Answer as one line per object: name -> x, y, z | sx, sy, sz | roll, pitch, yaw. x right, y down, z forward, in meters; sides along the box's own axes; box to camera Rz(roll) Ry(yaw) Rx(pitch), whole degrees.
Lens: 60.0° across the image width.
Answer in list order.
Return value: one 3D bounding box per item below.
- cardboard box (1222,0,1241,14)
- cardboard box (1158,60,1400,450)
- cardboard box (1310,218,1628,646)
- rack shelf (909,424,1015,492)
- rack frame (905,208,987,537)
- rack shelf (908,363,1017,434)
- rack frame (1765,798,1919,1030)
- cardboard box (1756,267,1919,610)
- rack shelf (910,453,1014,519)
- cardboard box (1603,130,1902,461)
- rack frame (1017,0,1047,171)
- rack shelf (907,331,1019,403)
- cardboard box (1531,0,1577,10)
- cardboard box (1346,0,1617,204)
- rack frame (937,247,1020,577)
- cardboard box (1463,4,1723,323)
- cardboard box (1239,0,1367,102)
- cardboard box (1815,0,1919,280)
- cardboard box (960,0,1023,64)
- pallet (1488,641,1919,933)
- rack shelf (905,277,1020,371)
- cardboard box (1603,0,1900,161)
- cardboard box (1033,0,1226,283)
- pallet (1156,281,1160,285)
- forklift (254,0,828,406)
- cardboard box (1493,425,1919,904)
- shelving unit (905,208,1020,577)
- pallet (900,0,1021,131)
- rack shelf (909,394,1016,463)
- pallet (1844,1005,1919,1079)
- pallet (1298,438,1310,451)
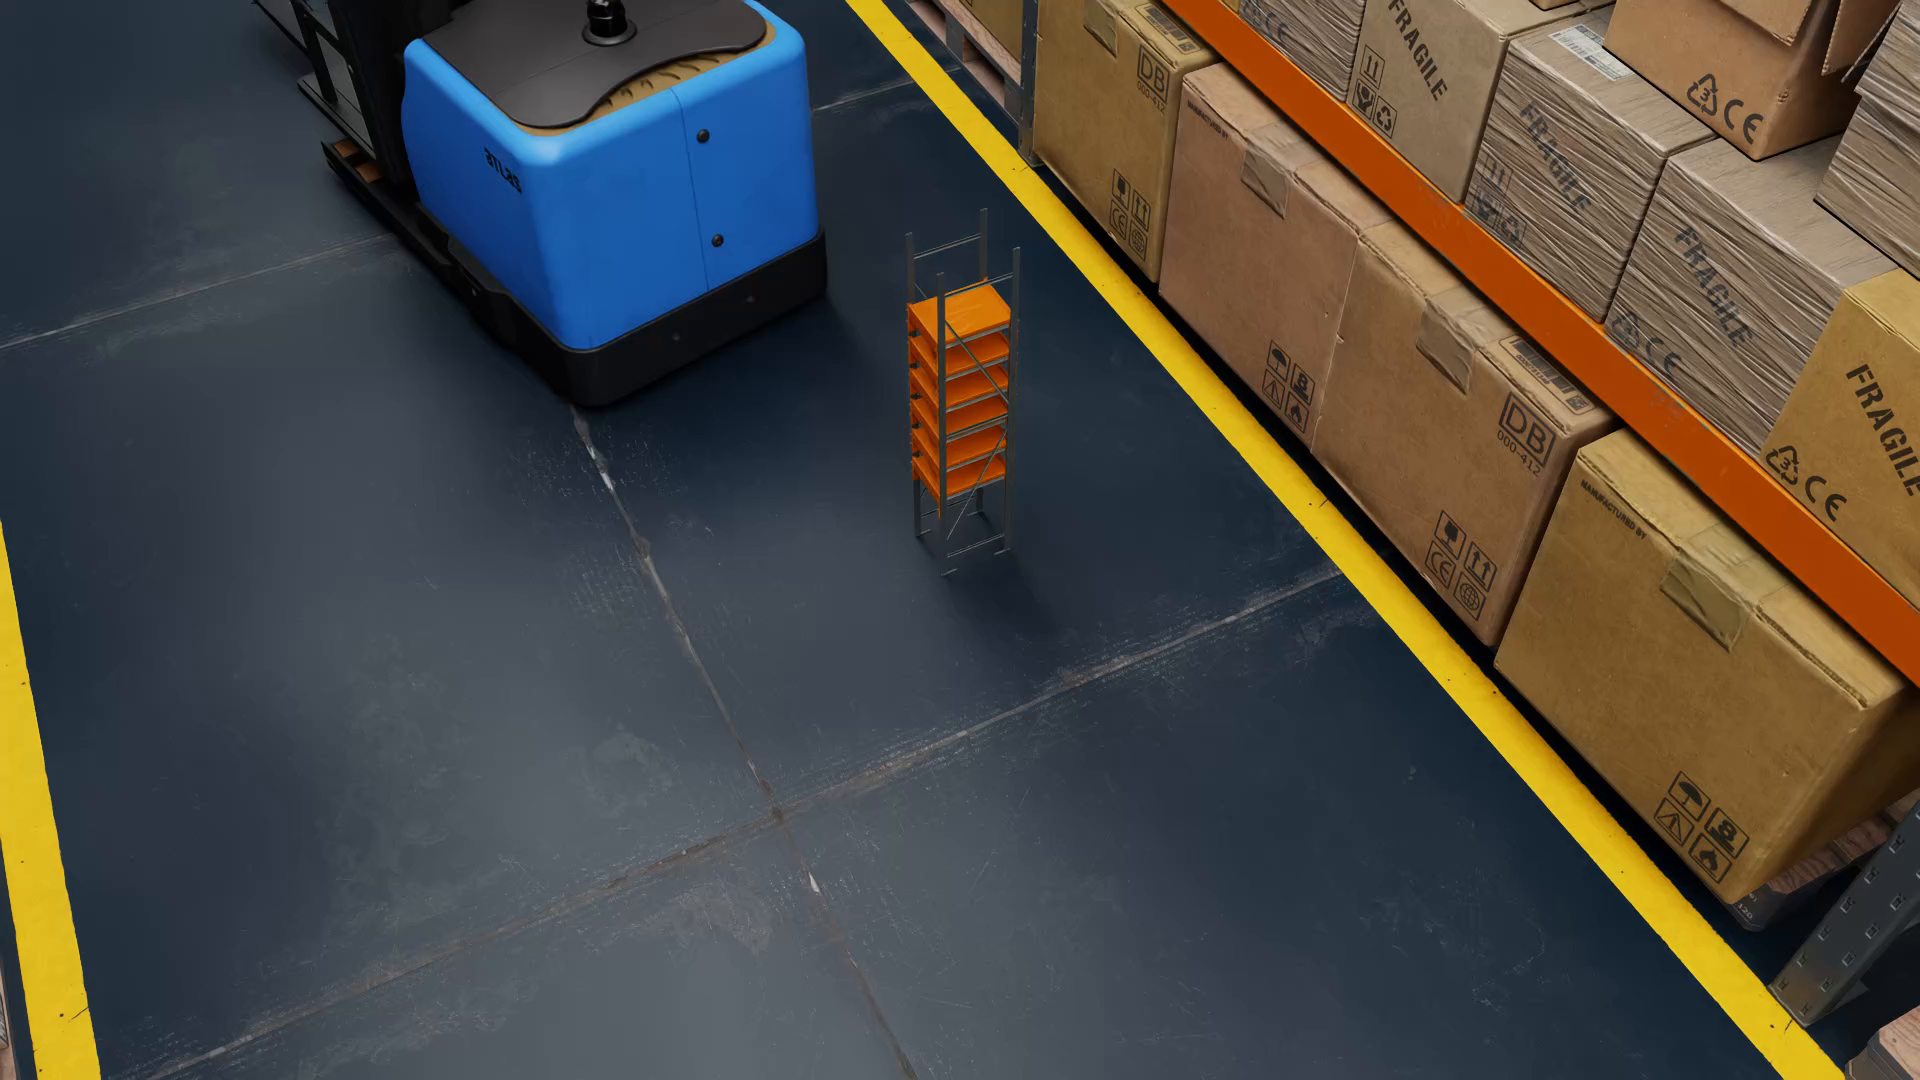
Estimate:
cardboard box -> 0.919, -1.952, 4.898 | 0.500, 0.500, 0.500 | -21, 52, -17
cardboard box -> 1.420, -1.069, 5.325 | 1.225, 0.875, 0.875 | -23, 53, -19
cardboard box -> 1.832, -0.479, 4.809 | 1.225, 0.875, 0.875 | -21, 52, -17
rack shelf -> 0.007, -0.277, 4.914 | 0.258, 0.103, 0.180 | -21, 52, -18
rack frame -> -0.035, -0.447, 4.843 | 0.240, 1.200, 0.006 | -21, 52, -18
rack shelf -> 0.007, -0.435, 4.733 | 0.258, 0.103, 0.180 | -21, 52, -18
rack frame -> 2.531, 0.028, 3.233 | 1.000, 3.000, 0.127 | -21, 52, -18
cardboard box -> 2.084, -0.250, 3.409 | 0.500, 0.500, 0.500 | -20, 52, -16
rack shelf -> 0.007, -0.198, 5.004 | 0.258, 0.103, 0.180 | -21, 52, -18
cardboard box -> 1.861, -0.586, 3.703 | 0.500, 0.500, 0.500 | -22, 52, -18
rack frame -> 0.700, -2.649, 5.574 | 1.000, 3.000, 0.127 | -21, 52, -18
rack shelf -> 0.007, -0.514, 4.643 | 0.258, 0.103, 0.180 | -21, 52, -18
cardboard box -> 1.602, -1.714, 4.023 | 0.797, 0.503, 0.637 | -20, 52, -16
cardboard box -> 1.389, -1.273, 4.304 | 0.500, 0.500, 0.500 | -20, 52, -17
rack frame -> 0.048, -0.324, 4.736 | 0.240, 1.200, 0.006 | -21, 52, -18
cardboard box -> 1.621, -0.932, 4.006 | 0.500, 0.500, 0.500 | -23, 53, -19
cardboard box -> 1.148, -1.617, 4.605 | 0.500, 0.500, 0.500 | -22, 52, -18
cardboard box -> 2.210, -0.830, 3.250 | 0.797, 0.503, 0.637 | -20, 52, -16
cardboard box -> 0.469, -2.557, 6.626 | 0.875, 0.875, 0.875 | -21, 52, -18
pallet -> 2.237, 0.392, 4.767 | 1.003, 0.211, 1.213 | -21, 52, -18
rack shelf -> 0.007, -0.593, 4.552 | 0.258, 0.103, 0.180 | -21, 52, -18
cardboard box -> 1.915, -1.267, 3.633 | 0.797, 0.503, 0.637 | -20, 52, -17
cardboard box -> 1.011, -1.666, 5.847 | 1.225, 0.875, 0.875 | -21, 52, -17
pallet -> 1.120, -1.241, 6.195 | 1.003, 0.211, 1.213 | -21, 52, -18
forklift -> -1.801, -2.460, 5.454 | 1.130, 2.935, 3.031 | -32, 56, -25
cardboard box -> 2.233, 0.120, 4.285 | 1.225, 0.875, 0.875 | -23, 53, -19
shelving unit -> 0.007, -0.385, 4.790 | 0.258, 1.200, 0.189 | -21, 52, -18
pallet -> 0.422, -2.267, 7.093 | 1.003, 0.211, 1.213 | -21, 52, -18
rack shelf -> 0.007, -0.356, 4.823 | 0.258, 0.103, 0.180 | -21, 52, -18
pallet -> 2.887, 1.470, 3.824 | 1.003, 0.211, 1.213 | -21, 52, -18
pallet -> 1.683, -0.423, 5.480 | 1.003, 0.211, 1.213 | -21, 52, -18
